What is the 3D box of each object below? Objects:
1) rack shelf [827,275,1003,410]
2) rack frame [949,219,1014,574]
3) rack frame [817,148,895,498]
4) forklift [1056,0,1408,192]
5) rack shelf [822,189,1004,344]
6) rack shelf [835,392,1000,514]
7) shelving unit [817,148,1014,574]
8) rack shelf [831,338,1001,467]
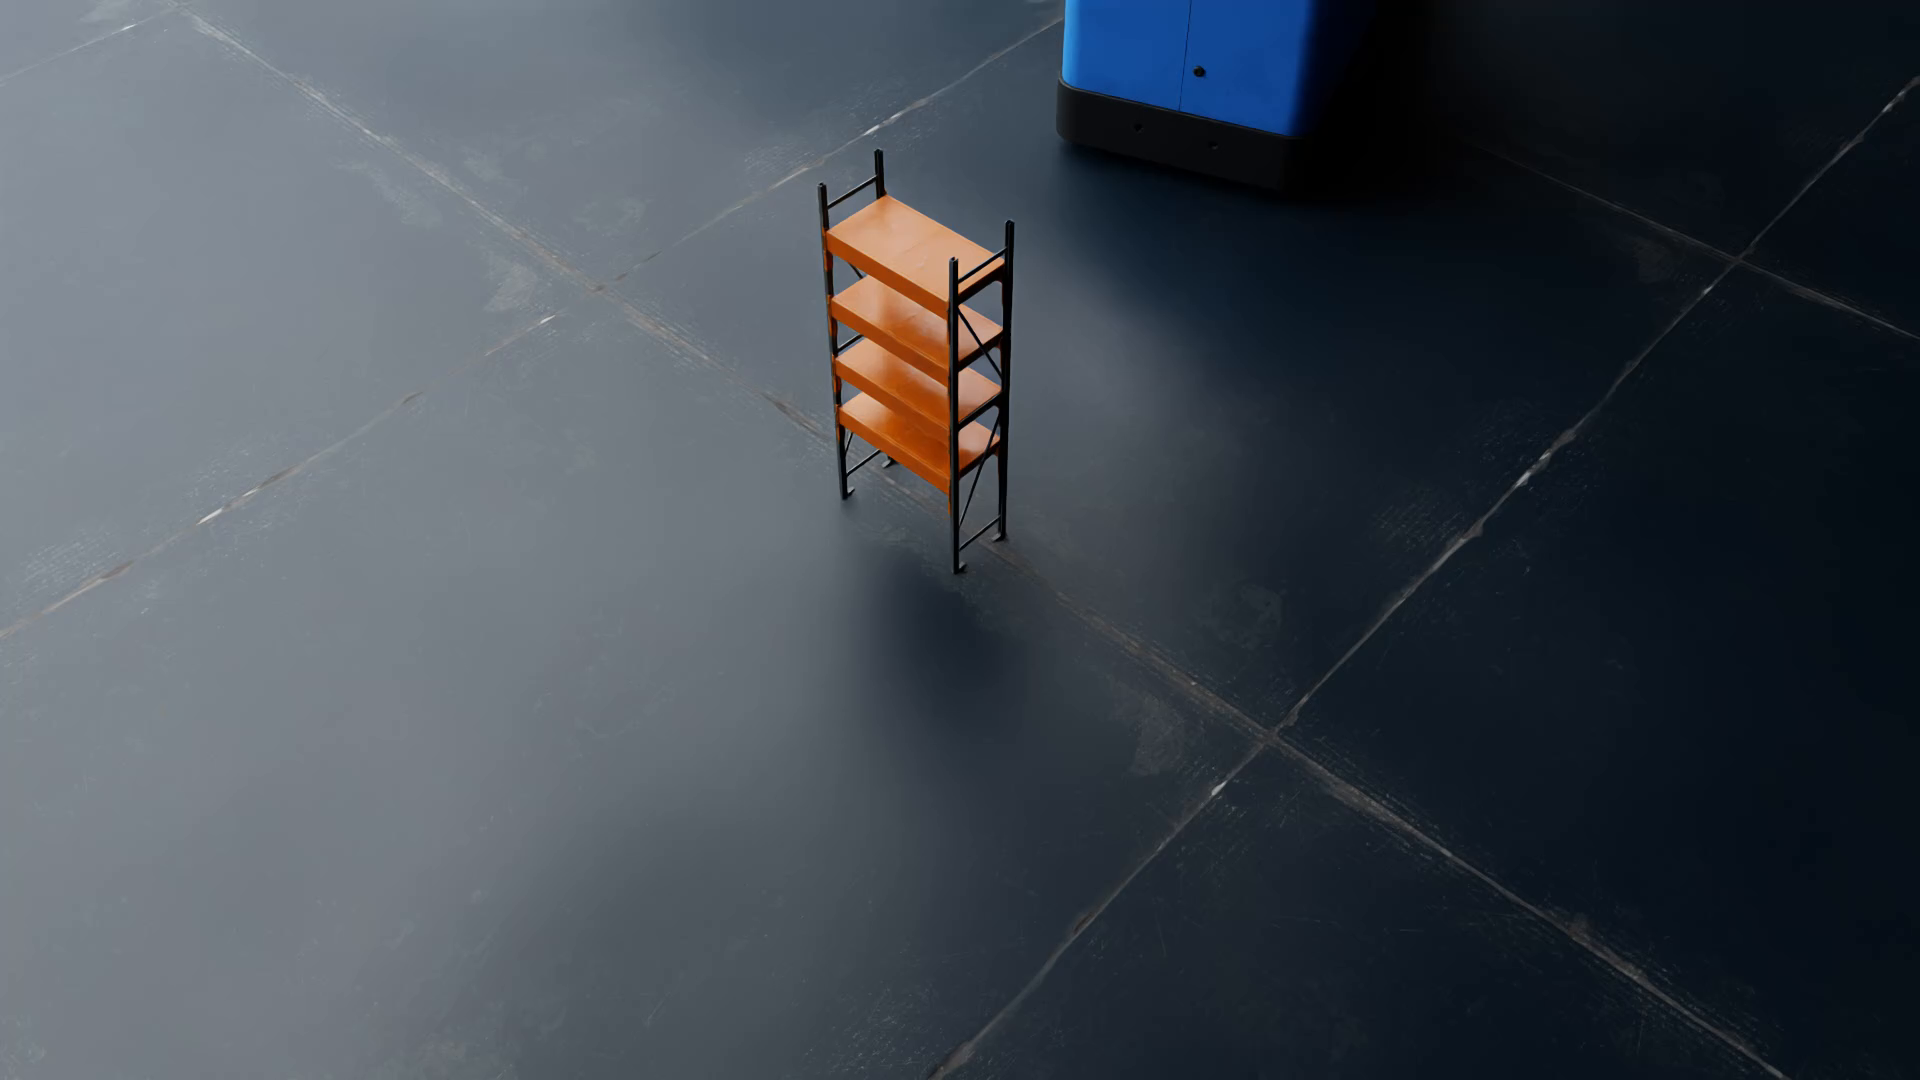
[{"bbox_3d":[-0.122,-0.600,4.775,0.480,0.148,0.258,34,55,28],"label":"rack shelf"},{"bbox_3d":[0.058,-0.372,4.776,0.015,1.200,0.240,34,55,28],"label":"rack frame"},{"bbox_3d":[-0.301,-0.613,5.003,0.015,1.200,0.240,34,55,28],"label":"rack frame"},{"bbox_3d":[1.432,-3.435,6.465,1.130,2.935,3.031,17,49,16],"label":"forklift"},{"bbox_3d":[-0.122,-0.762,4.603,0.480,0.148,0.258,34,55,28],"label":"rack shelf"},{"bbox_3d":[-0.122,-0.311,5.083,0.480,0.148,0.258,34,55,28],"label":"rack shelf"},{"bbox_3d":[-0.122,-0.493,4.889,0.503,1.200,0.258,34,55,28],"label":"shelving unit"},{"bbox_3d":[-0.122,-0.446,4.938,0.480,0.148,0.258,34,55,28],"label":"rack shelf"}]
